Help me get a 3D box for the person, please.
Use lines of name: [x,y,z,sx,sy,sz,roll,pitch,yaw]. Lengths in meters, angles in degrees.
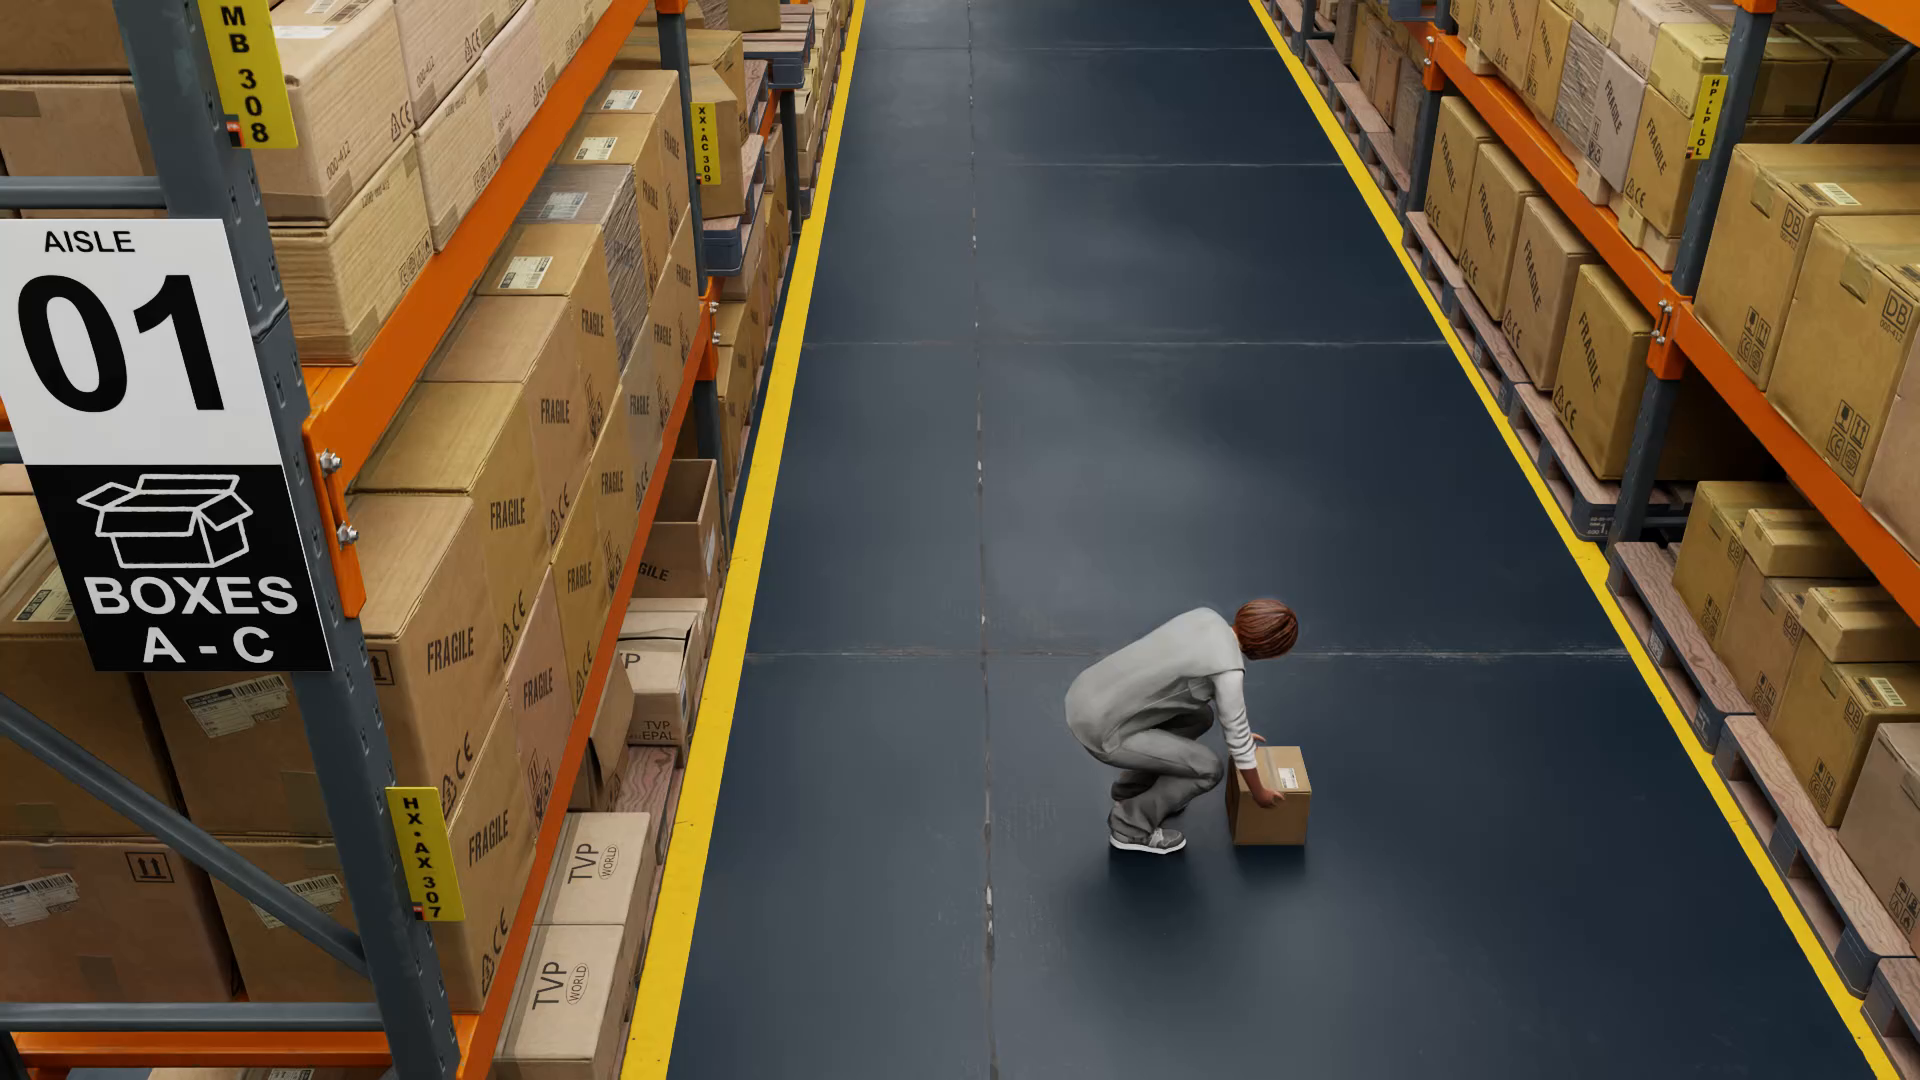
person: [0.750,0.622,5.782,0.788,0.928,0.451,0,32,0]
